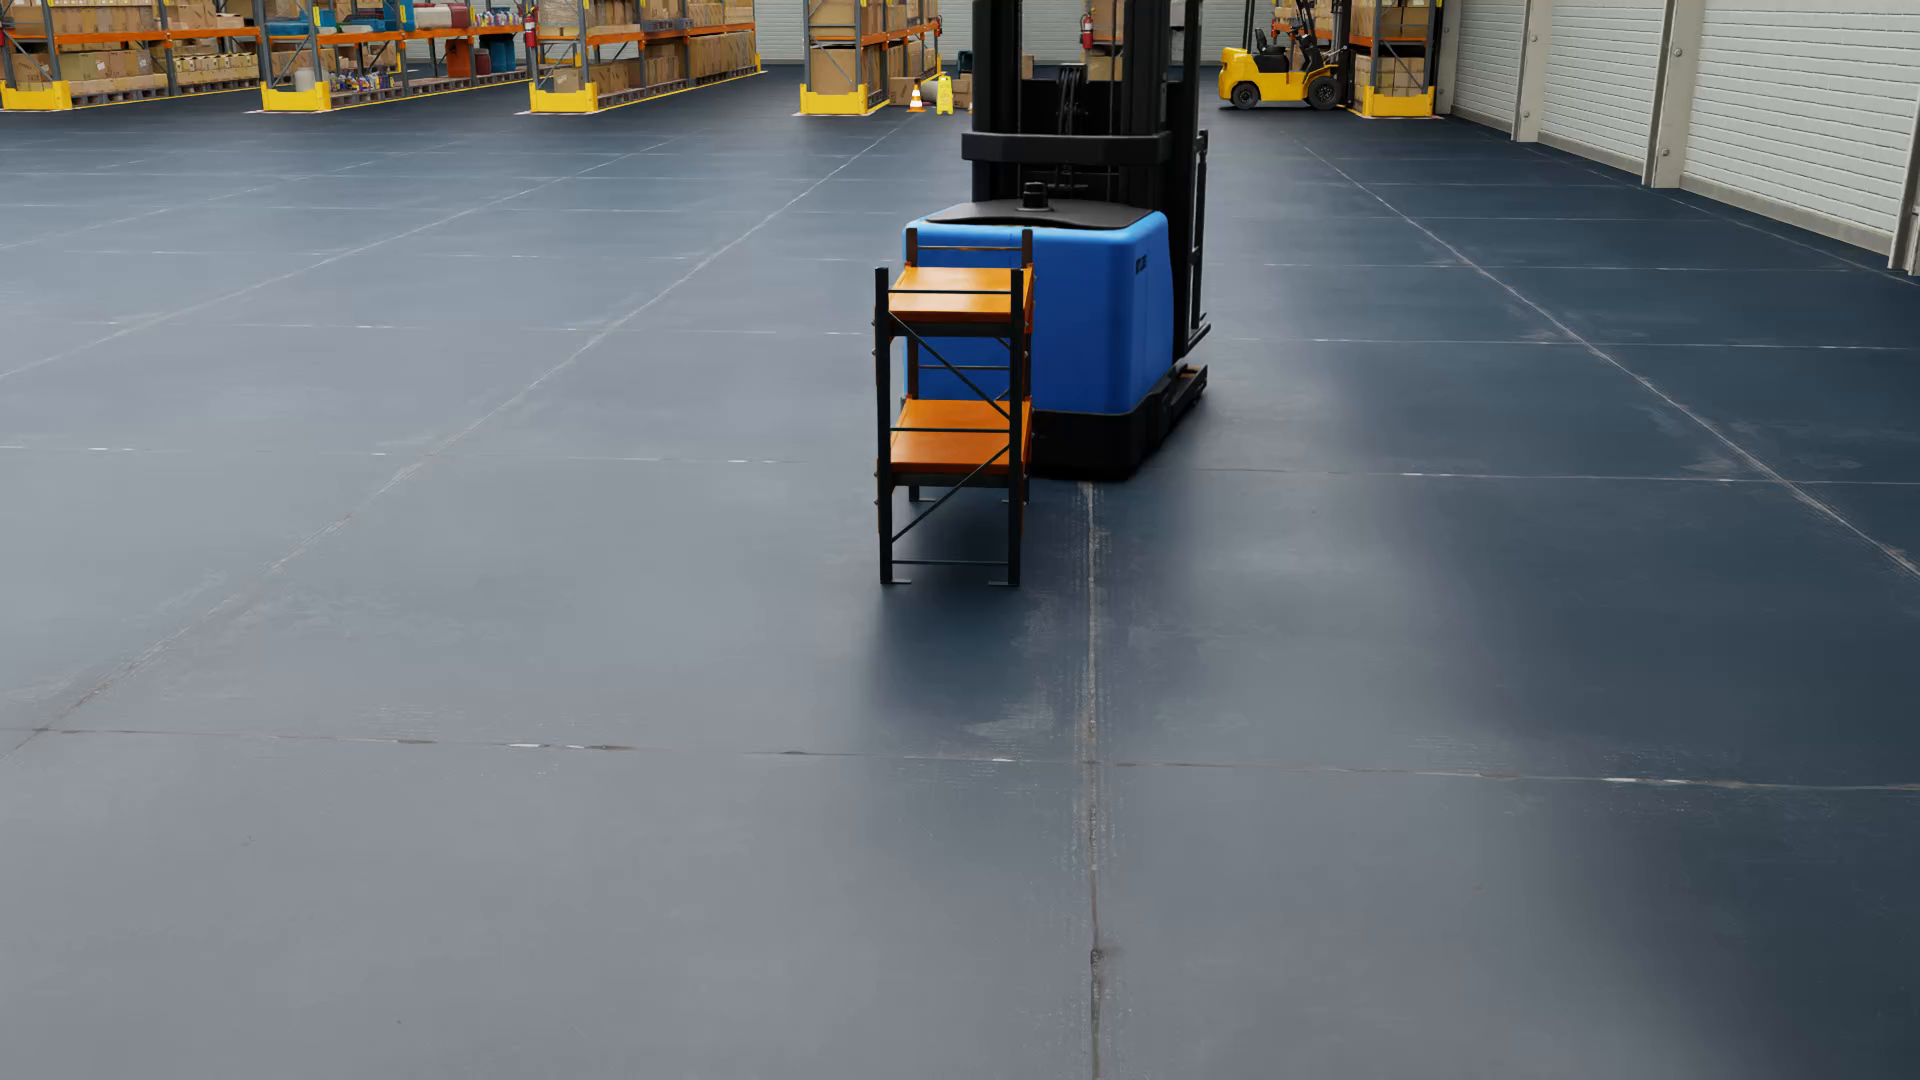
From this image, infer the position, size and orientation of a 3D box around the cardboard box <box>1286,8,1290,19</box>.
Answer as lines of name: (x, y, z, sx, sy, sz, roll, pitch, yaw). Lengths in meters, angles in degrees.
cardboard box: (8.325, -12.980, 40.981, 0.500, 0.250, 0.500, 1, 18, 4)

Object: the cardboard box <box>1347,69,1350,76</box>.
cardboard box: (7.476, -8.624, 30.862, 0.500, 0.250, 0.500, 1, 18, 4)

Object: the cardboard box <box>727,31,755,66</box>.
cardboard box: (-6.004, -13.153, 44.484, 0.875, 0.875, 0.875, 1, 18, 4)

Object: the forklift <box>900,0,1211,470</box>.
forklift: (0.667, -2.115, 8.171, 1.130, 2.935, 3.031, 6, 19, 17)

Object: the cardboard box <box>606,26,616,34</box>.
cardboard box: (-6.722, -9.622, 31.373, 0.380, 0.149, 0.250, 1, 18, 4)

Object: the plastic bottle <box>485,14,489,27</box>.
plastic bottle: (-11.096, -12.178, 38.977, 0.097, 0.271, 0.097, 0, 18, 0)

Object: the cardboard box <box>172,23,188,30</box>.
cardboard box: (-16.511, -10.810, 35.000, 0.380, 0.149, 0.250, 1, 18, 4)

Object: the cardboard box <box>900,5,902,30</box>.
cardboard box: (-1.509, -11.128, 35.406, 0.500, 0.500, 0.500, 1, 18, 3)

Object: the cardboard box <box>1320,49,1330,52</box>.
cardboard box: (8.007, -10.827, 36.946, 0.380, 0.149, 0.250, 0, 18, 1)

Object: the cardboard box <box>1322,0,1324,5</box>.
cardboard box: (7.897, -11.448, 35.341, 0.380, 0.149, 0.250, 2, 18, 5)

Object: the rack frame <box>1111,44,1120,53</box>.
rack frame: (2.986, -10.215, 32.781, 1.000, 3.000, 0.127, 1, 18, 4)

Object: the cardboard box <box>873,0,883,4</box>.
cardboard box: (-1.942, -10.592, 31.954, 0.875, 0.550, 0.550, 1, 18, 4)

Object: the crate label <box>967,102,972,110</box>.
crate label: (0.307, -7.940, 30.434, 0.250, 0.136, 0.298, -9, 20, -25)

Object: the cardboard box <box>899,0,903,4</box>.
cardboard box: (-1.445, -12.040, 37.124, 0.380, 0.149, 0.250, 1, 18, 4)

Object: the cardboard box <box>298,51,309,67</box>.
cardboard box: (-16.069, -11.538, 40.125, 0.500, 0.500, 0.500, 1, 18, 2)

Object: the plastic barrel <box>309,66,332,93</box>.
plastic barrel: (-12.118, -8.684, 31.428, 0.421, 0.512, 0.421, 0, 18, 0)

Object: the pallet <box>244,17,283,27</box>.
pallet: (-16.513, -12.022, 38.603, 1.213, 0.211, 1.003, 1, 18, 4)

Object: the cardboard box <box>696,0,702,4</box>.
cardboard box: (-6.452, -12.840, 39.021, 0.797, 0.503, 0.637, 2, 18, 6)

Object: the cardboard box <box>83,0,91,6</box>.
cardboard box: (-16.750, -10.210, 31.562, 0.380, 0.149, 0.250, 1, 18, 2)

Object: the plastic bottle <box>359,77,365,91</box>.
plastic bottle: (-11.660, -8.880, 32.381, 0.097, 0.271, 0.097, 0, 18, 0)

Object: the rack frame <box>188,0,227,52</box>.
rack frame: (-20.860, -14.495, 45.843, 1.000, 3.000, 0.127, 1, 18, 4)

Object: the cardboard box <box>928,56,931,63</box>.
cardboard box: (-0.940, -12.349, 42.720, 0.380, 0.149, 0.250, 1, 18, 4)

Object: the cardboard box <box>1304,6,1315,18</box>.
cardboard box: (7.977, -11.811, 37.218, 0.500, 0.250, 0.500, 0, 18, 1)

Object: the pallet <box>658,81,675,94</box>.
pallet: (-6.759, -9.733, 35.788, 1.003, 0.211, 1.213, 1, 18, 4)

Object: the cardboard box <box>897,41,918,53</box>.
cardboard box: (-1.260, -11.586, 39.101, 0.500, 0.250, 0.500, 0, 18, 1)

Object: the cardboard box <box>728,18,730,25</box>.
cardboard box: (-5.953, -12.968, 41.585, 0.380, 0.149, 0.250, 1, 18, 2)

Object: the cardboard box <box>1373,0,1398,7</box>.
cardboard box: (7.396, -9.333, 28.886, 0.380, 0.149, 0.250, 2, 18, 5)

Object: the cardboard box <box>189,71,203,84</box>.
cardboard box: (-16.465, -9.830, 35.347, 0.500, 0.250, 0.500, 2, 18, 5)

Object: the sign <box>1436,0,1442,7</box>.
sign: (8.204, -9.298, 28.464, 0.100, 0.325, 0.005, 1, 18, 4)

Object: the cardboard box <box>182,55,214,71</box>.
cardboard box: (-16.424, -10.257, 35.749, 0.500, 0.311, 0.500, 1, 18, 2)

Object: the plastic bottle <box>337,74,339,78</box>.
plastic bottle: (-12.377, -9.115, 33.079, 0.061, 0.283, 0.133, 2, 18, 6)

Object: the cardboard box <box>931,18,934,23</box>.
cardboard box: (-0.893, -13.560, 43.392, 0.380, 0.149, 0.250, 2, 18, 5)

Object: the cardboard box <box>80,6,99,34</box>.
cardboard box: (-16.945, -9.926, 31.738, 0.700, 0.500, 0.500, 1, 18, 4)

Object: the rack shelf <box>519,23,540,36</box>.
rack shelf: (-11.121, -13.311, 43.384, 1.077, 0.370, 4.000, 1, 18, 4)

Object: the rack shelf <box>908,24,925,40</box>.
rack shelf: (-1.528, -11.816, 38.822, 1.077, 0.370, 4.000, 1, 18, 4)

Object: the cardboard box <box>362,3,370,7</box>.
cardboard box: (-15.790, -13.815, 43.608, 0.500, 0.500, 0.500, 1, 18, 3)

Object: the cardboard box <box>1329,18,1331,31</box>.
cardboard box: (7.809, -10.506, 33.911, 0.500, 0.250, 0.500, 1, 18, 4)

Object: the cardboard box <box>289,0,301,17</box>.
cardboard box: (-16.270, -12.840, 39.958, 0.700, 0.500, 0.500, -3, 18, -10)

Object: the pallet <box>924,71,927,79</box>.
pallet: (-1.372, -11.663, 41.678, 1.003, 0.211, 1.213, 1, 18, 4)

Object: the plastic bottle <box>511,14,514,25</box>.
plastic bottle: (-10.997, -12.730, 40.654, 0.152, 0.276, 0.135, 1, 18, 4)

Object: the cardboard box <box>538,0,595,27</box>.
cardboard box: (-7.118, -9.553, 30.122, 0.875, 0.500, 0.500, 1, 18, 4)

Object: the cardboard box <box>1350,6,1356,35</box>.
cardboard box: (7.589, -9.702, 31.053, 0.500, 0.500, 0.500, 1, 18, 3)

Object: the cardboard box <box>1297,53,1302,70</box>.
cardboard box: (8.183, -11.136, 38.932, 0.500, 0.500, 0.500, 1, 18, 2)

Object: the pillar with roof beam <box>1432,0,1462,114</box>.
pillar with roof beam: (4.306, -12.006, 28.613, 9.100, 9.000, 0.400, 1, 18, 4)

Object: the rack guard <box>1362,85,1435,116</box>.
rack guard: (7.649, -7.668, 29.021, 1.175, 0.500, 0.348, 1, 18, 4)

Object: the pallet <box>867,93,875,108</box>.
pallet: (-2.175, -8.355, 31.582, 1.003, 0.211, 1.213, 1, 18, 4)

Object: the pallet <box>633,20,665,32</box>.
pallet: (-6.698, -10.579, 34.201, 1.003, 0.211, 1.213, 1, 18, 4)

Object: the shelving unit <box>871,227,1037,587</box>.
shelving unit: (0.000, -0.537, 6.254, 0.538, 1.125, 1.048, 1, 18, 4)

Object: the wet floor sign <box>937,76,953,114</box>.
wet floor sign: (-0.272, -7.880, 29.435, 0.267, 0.644, 0.232, -2, 18, -6)

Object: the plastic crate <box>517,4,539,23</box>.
plastic crate: (-10.951, -13.362, 42.186, 0.402, 0.464, 0.583, 1, 18, 4)

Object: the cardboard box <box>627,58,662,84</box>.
cardboard box: (-6.740, -9.969, 35.338, 0.700, 0.500, 0.500, 0, 18, -1)
